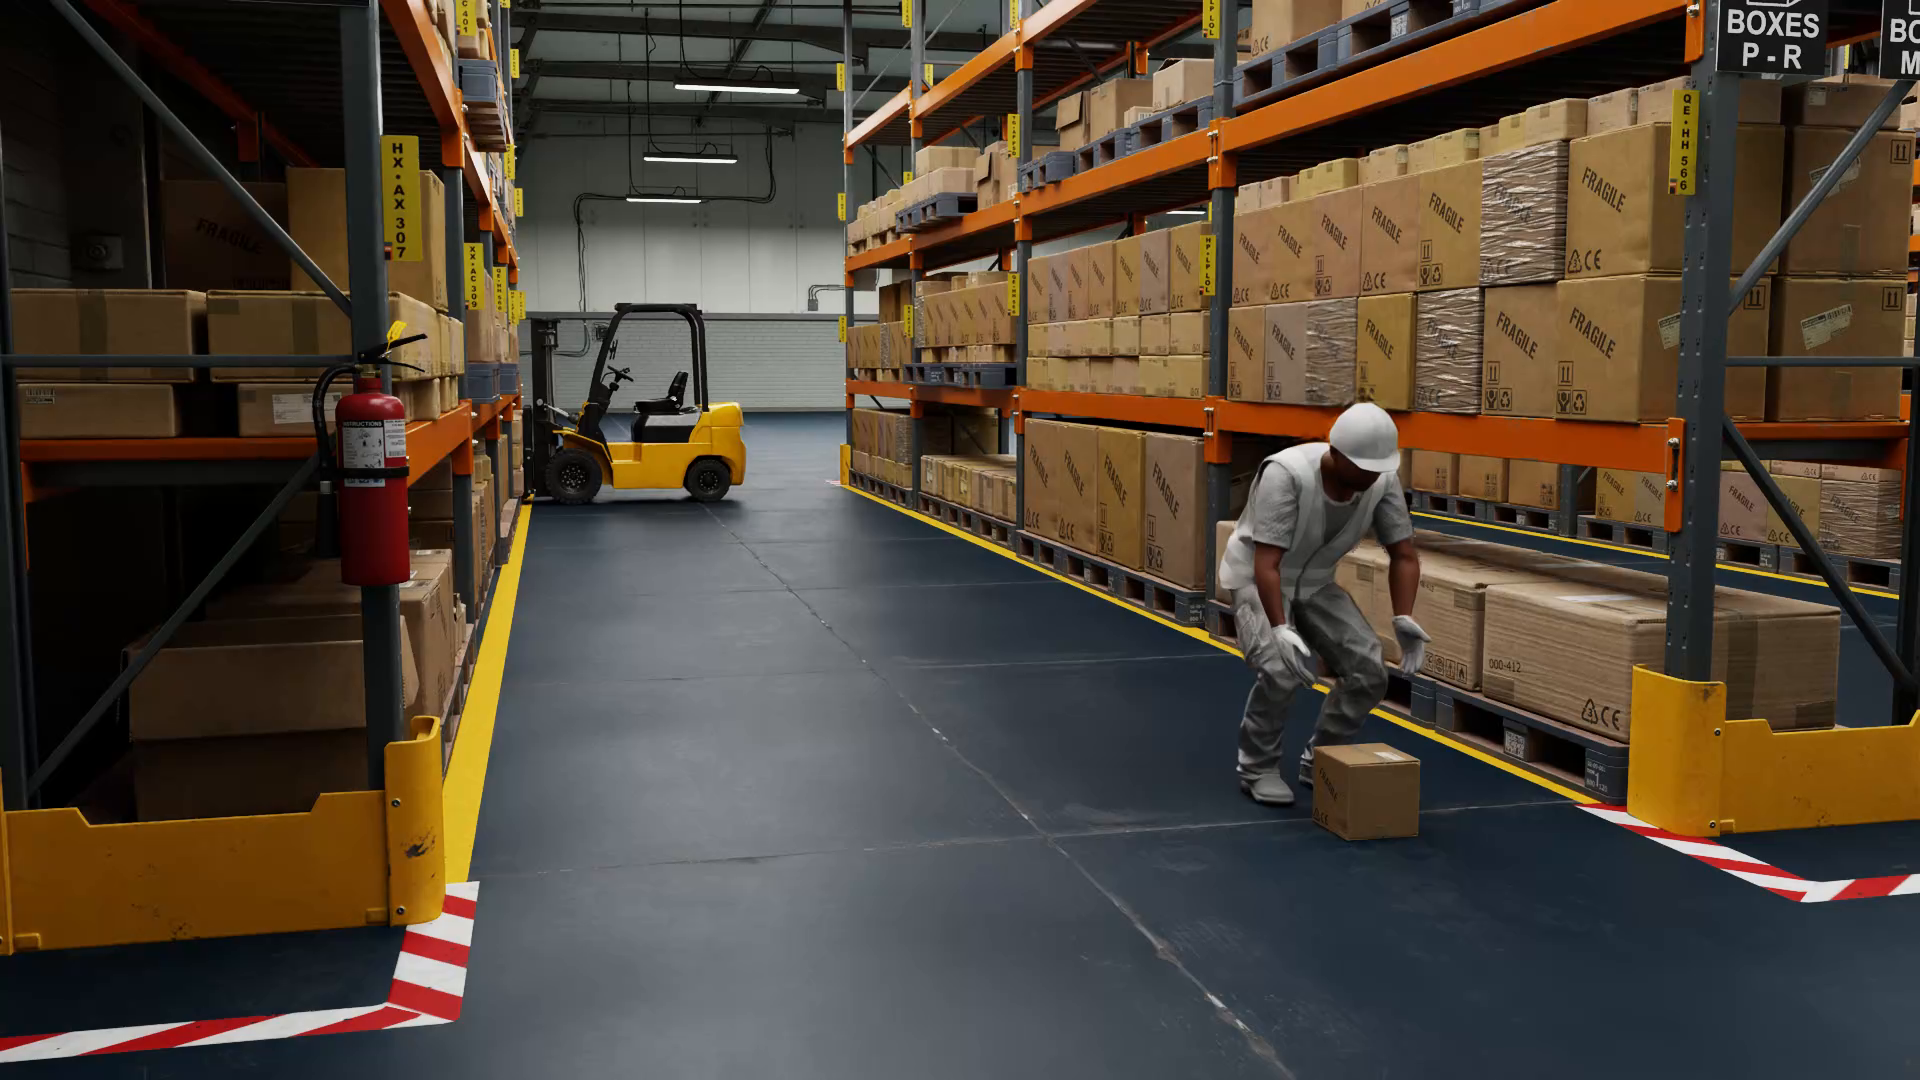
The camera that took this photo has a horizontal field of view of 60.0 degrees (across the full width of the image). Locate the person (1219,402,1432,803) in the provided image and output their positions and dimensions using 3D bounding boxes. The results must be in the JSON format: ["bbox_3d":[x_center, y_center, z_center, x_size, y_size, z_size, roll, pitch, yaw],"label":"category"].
[{"bbox_3d":[1.240,0.210,5.737,0.613,1.380,0.789,-2,6,-16],"label":"person"}]
